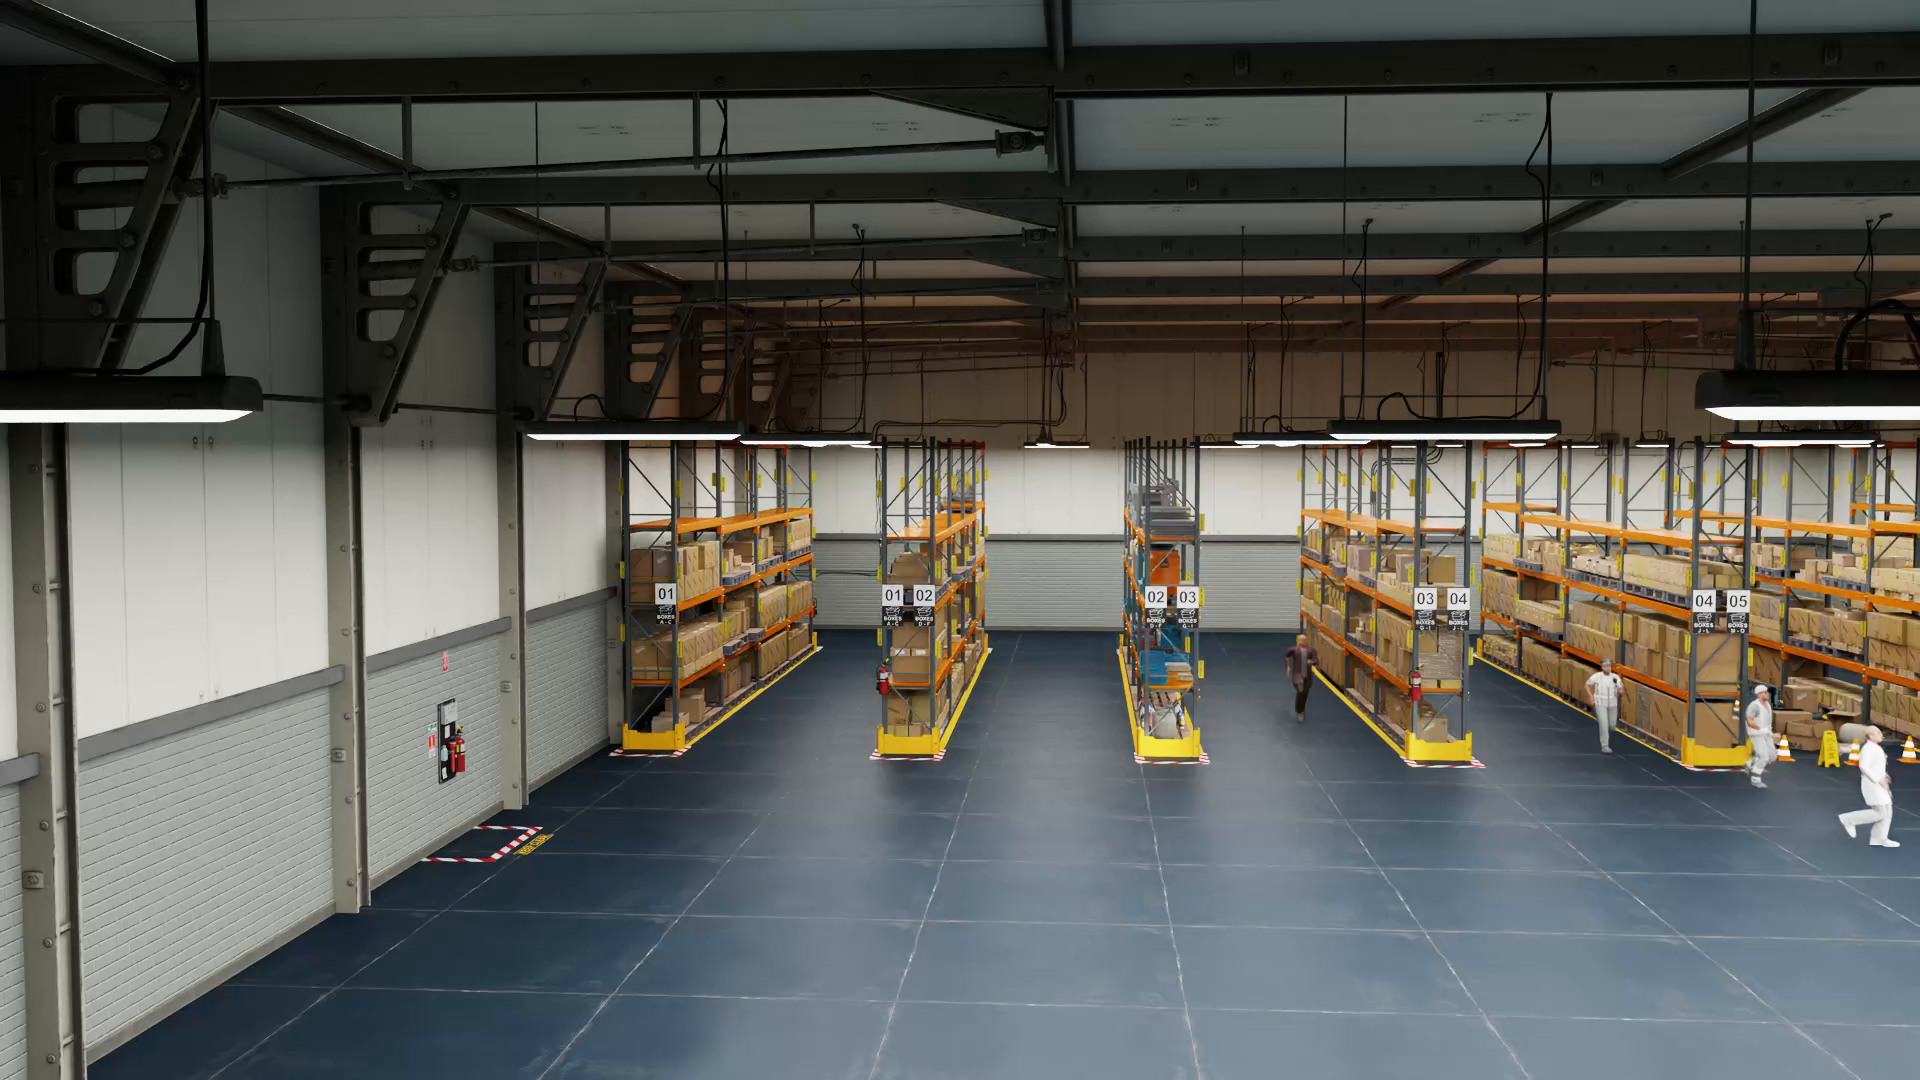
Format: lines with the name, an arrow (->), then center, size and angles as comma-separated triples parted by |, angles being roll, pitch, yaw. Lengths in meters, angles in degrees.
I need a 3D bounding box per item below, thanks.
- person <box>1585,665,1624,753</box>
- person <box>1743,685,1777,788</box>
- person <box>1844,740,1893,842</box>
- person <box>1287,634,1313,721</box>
person -> 12.315, 3.155, 31.726 | 0.681, 1.696, 0.927 | 0, 3, 4
person -> 13.652, 3.336, 28.390 | 0.652, 1.746, 0.625 | -2, 4, -36
person -> 13.179, 3.626, 24.103 | 0.616, 1.461, 0.723 | 2, 4, 30
person -> 7.305, 2.938, 35.516 | 0.641, 1.849, 0.835 | 0, 3, -7
